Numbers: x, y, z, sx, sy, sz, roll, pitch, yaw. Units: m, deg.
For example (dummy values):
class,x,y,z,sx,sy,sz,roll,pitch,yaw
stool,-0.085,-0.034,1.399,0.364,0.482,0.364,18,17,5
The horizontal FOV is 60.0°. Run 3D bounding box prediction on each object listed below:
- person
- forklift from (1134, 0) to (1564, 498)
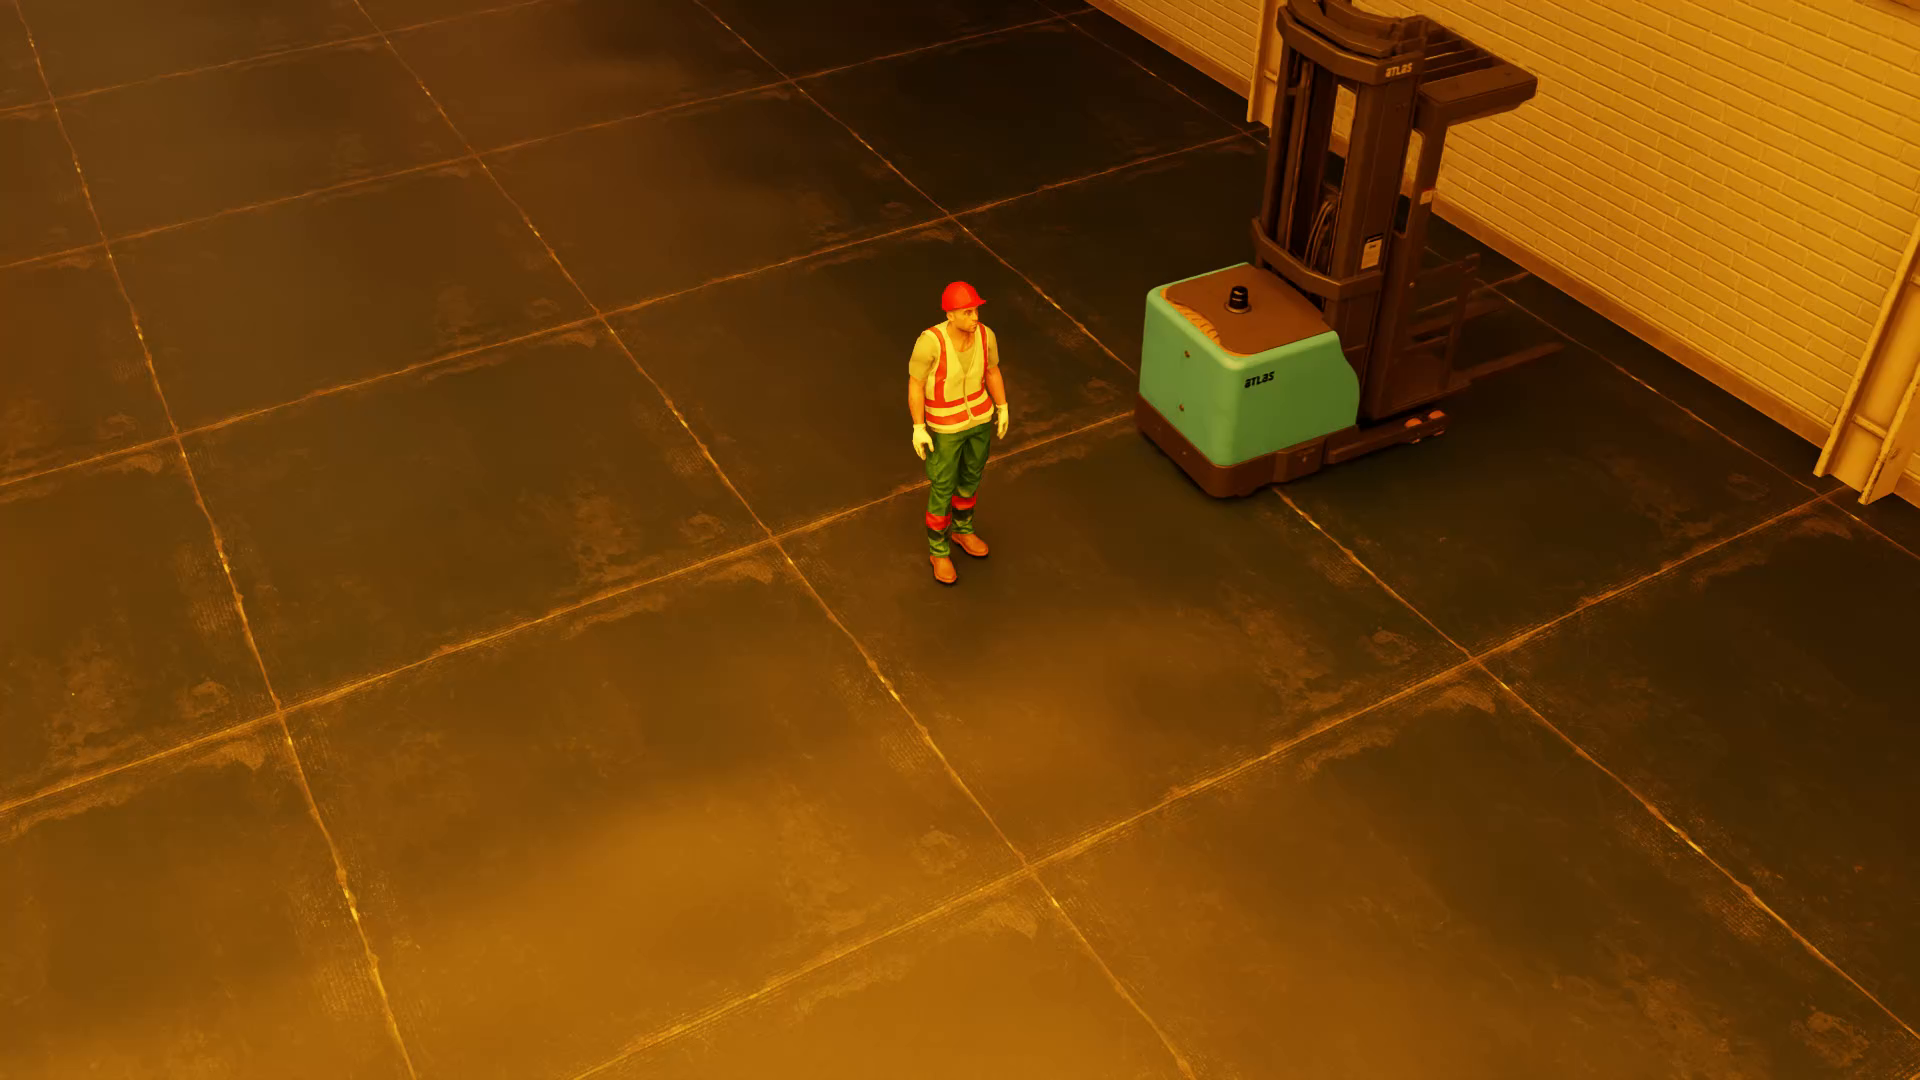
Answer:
class,x,y,z,sx,sy,sz,roll,pitch,yaw
person,0.030,-0.646,9.699,0.638,1.787,0.564,-20,44,-23
forklift,2.722,-2.056,10.515,3.031,2.935,1.130,-18,43,-21
